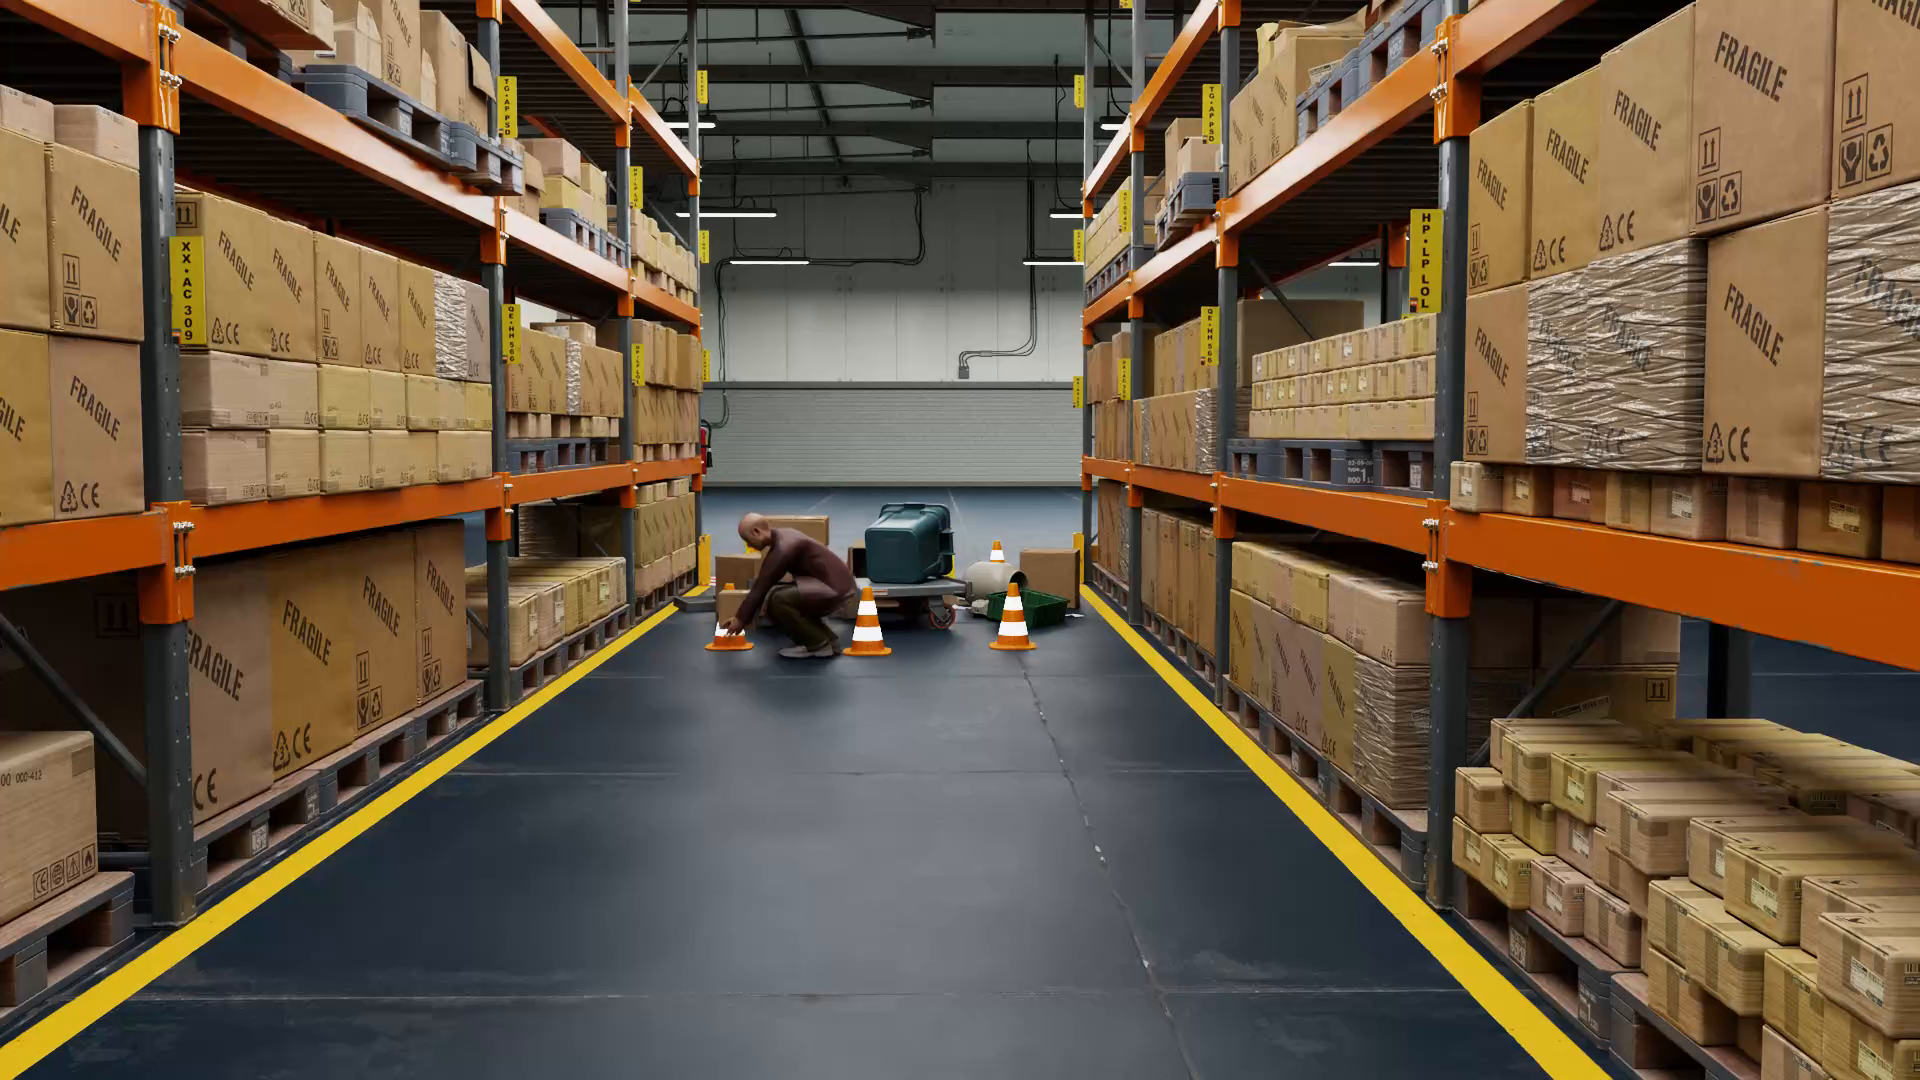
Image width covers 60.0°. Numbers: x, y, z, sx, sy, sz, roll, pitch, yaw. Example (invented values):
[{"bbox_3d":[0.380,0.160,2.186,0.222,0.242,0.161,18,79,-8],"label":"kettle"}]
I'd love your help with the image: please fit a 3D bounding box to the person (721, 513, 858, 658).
[{"bbox_3d":[-1.173,0.310,11.503,0.930,0.999,0.580,0,4,-3],"label":"person"}]
